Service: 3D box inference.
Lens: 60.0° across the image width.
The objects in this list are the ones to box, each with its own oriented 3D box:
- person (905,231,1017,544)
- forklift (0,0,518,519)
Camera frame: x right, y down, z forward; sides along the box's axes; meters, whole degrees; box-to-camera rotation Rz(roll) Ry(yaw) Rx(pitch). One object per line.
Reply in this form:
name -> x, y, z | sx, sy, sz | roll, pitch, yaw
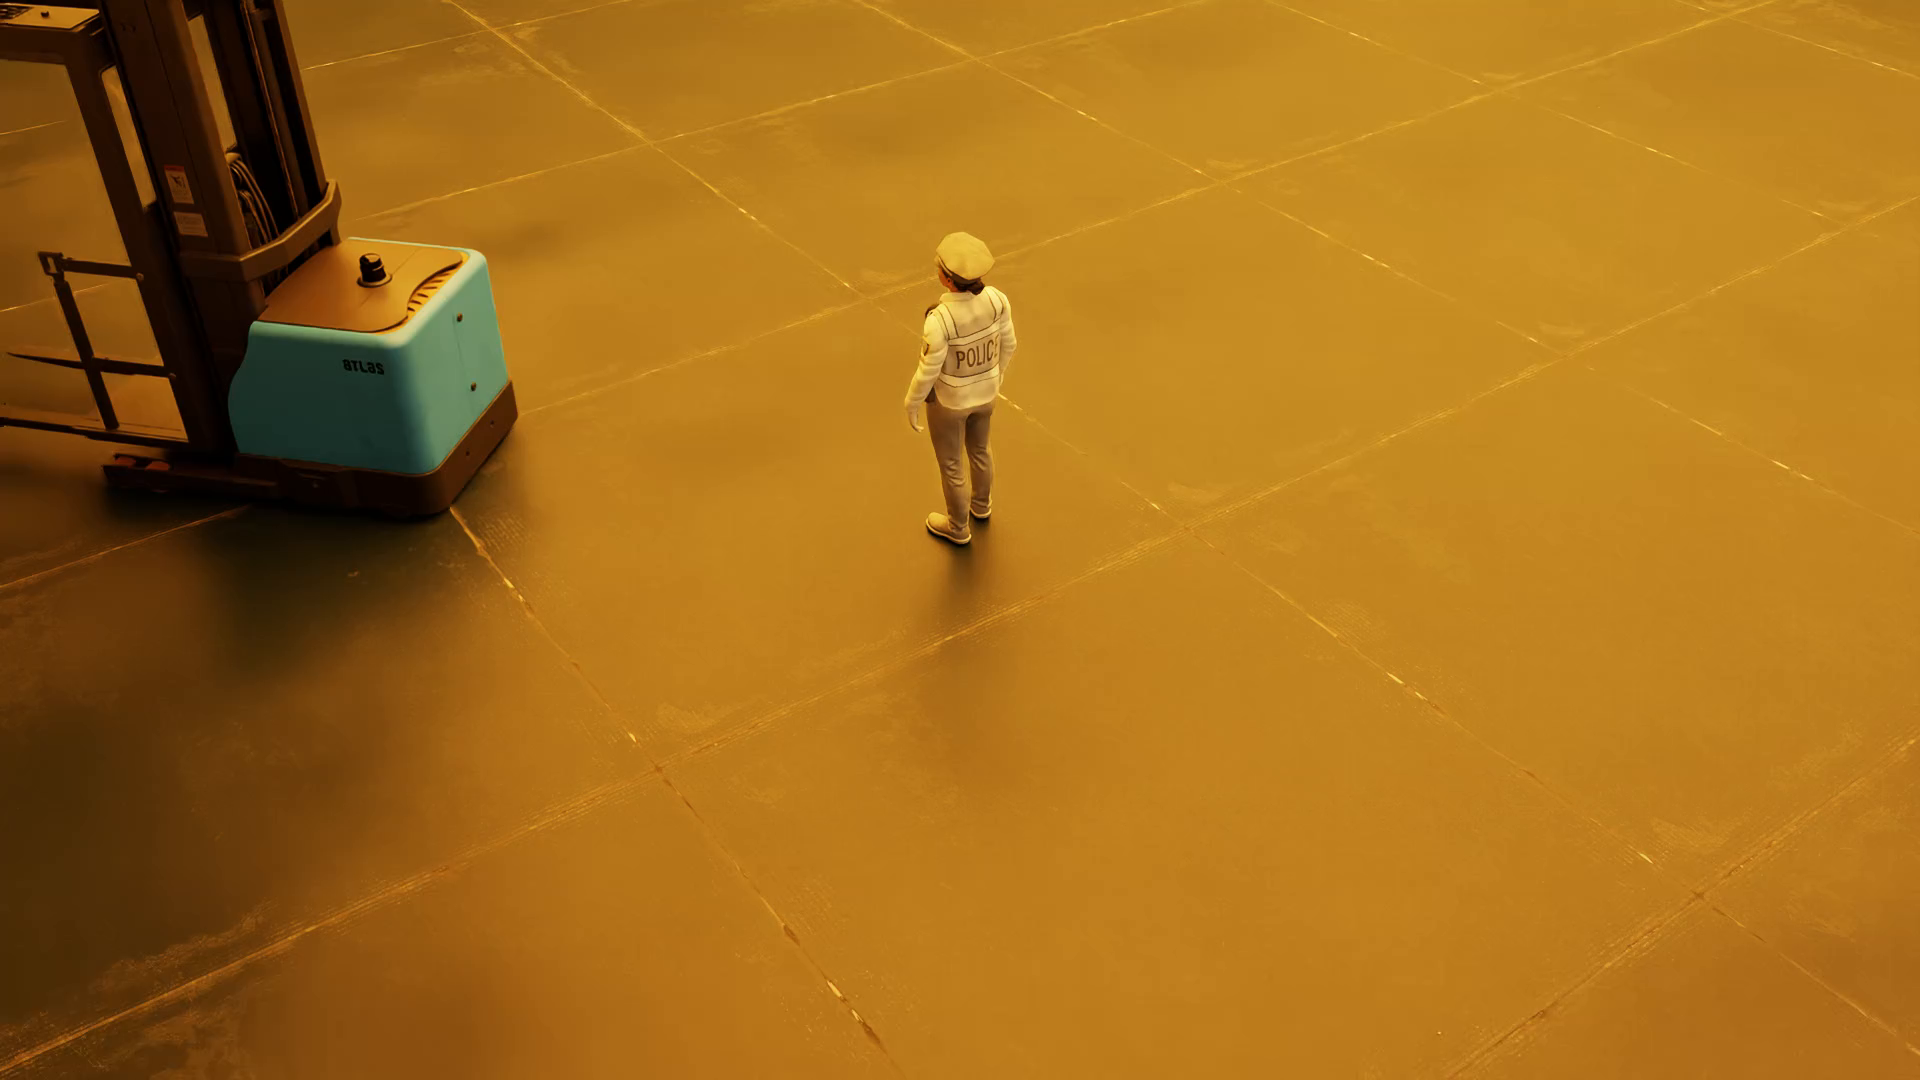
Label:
person -> -0.035, -0.722, 7.950 | 0.587, 1.695, 0.531 | -23, 42, -28
forklift -> -4.017, -1.726, 8.279 | 3.031, 2.935, 1.130 | 7, 37, 9
